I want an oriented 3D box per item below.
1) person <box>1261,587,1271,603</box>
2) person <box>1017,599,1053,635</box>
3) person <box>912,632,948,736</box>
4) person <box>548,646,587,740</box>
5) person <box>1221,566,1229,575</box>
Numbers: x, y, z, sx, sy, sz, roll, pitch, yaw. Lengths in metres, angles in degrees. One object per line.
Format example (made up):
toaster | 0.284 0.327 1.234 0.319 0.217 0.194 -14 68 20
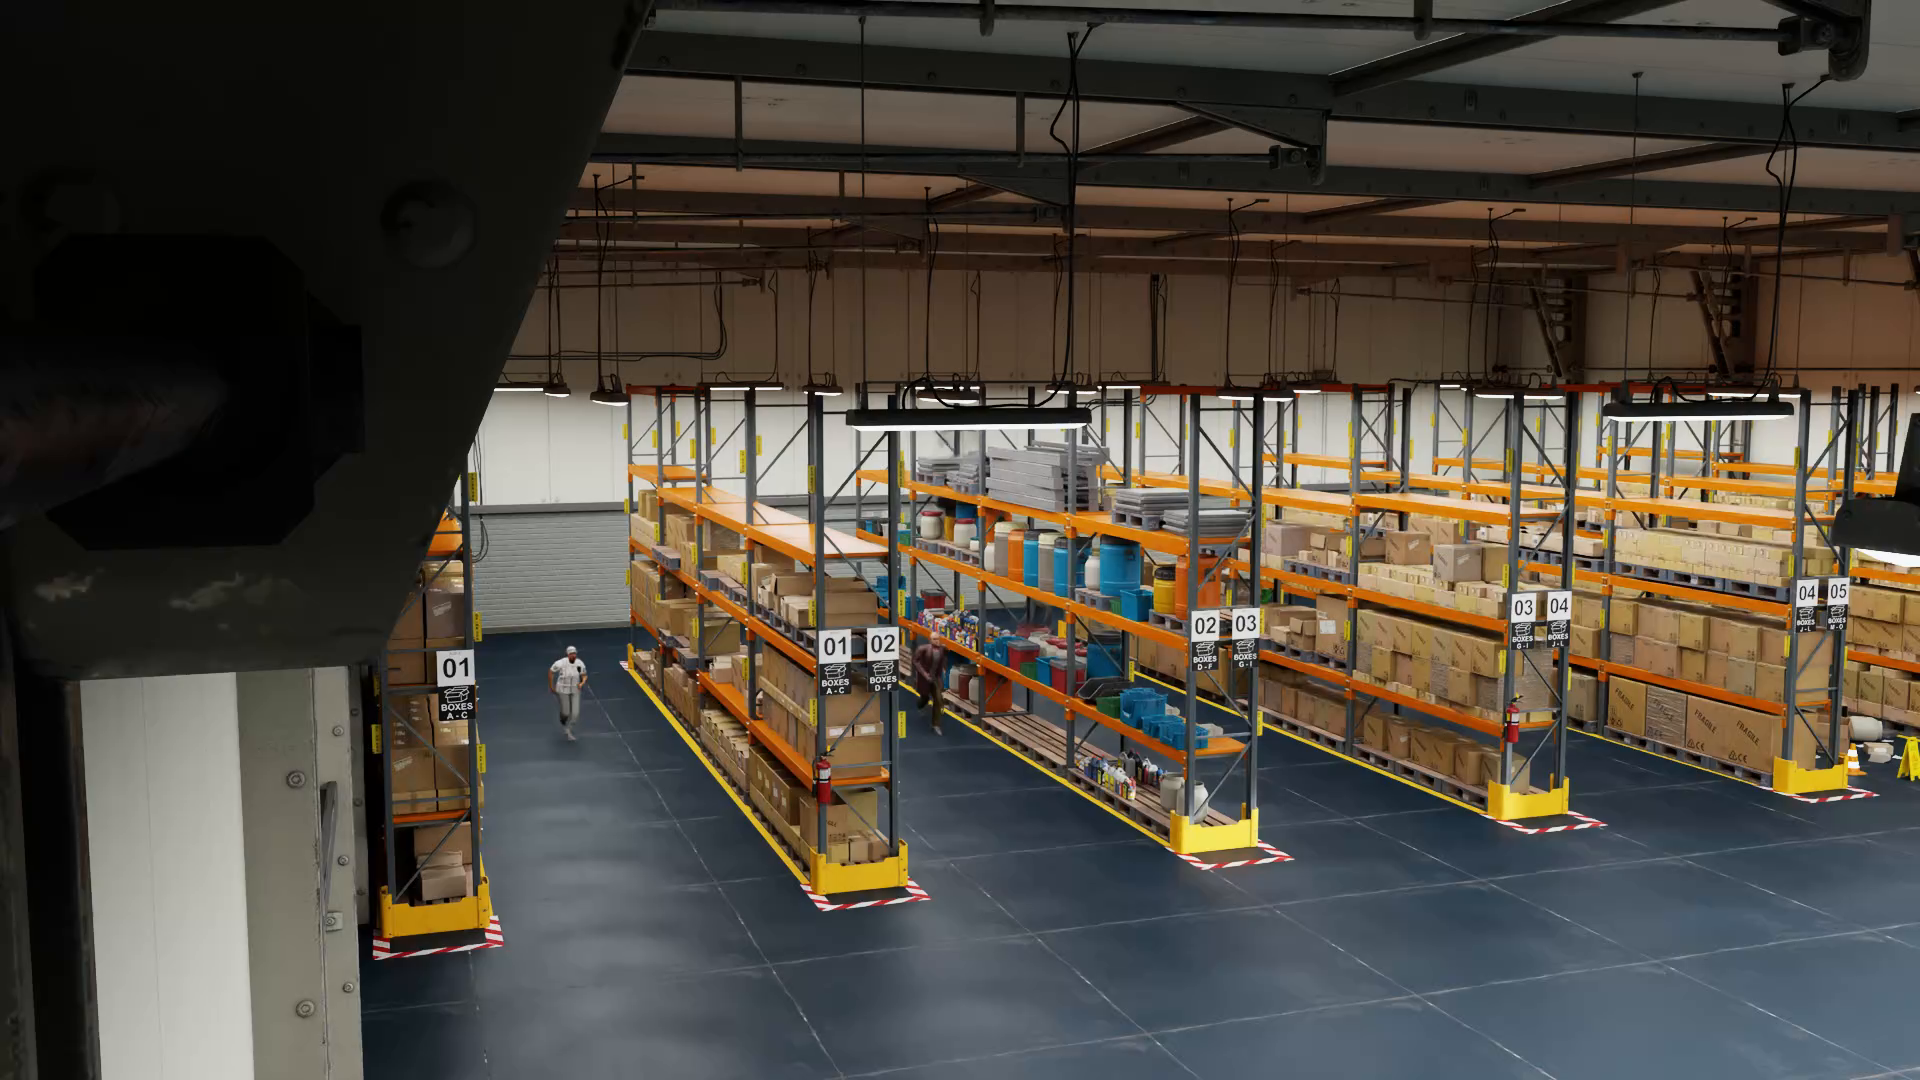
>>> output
person | 7.511 1.205 41.274 0.616 1.733 0.661 -3 7 -27
person | 1.822 1.455 39.620 0.908 1.648 0.573 0 6 2
person | -0.530 2.466 29.139 0.713 1.779 1.157 -2 6 -19
person | -6.698 2.614 28.470 0.643 1.625 0.649 -3 7 -27
person | 6.299 1.283 40.468 0.885 1.745 0.710 -4 7 -36
